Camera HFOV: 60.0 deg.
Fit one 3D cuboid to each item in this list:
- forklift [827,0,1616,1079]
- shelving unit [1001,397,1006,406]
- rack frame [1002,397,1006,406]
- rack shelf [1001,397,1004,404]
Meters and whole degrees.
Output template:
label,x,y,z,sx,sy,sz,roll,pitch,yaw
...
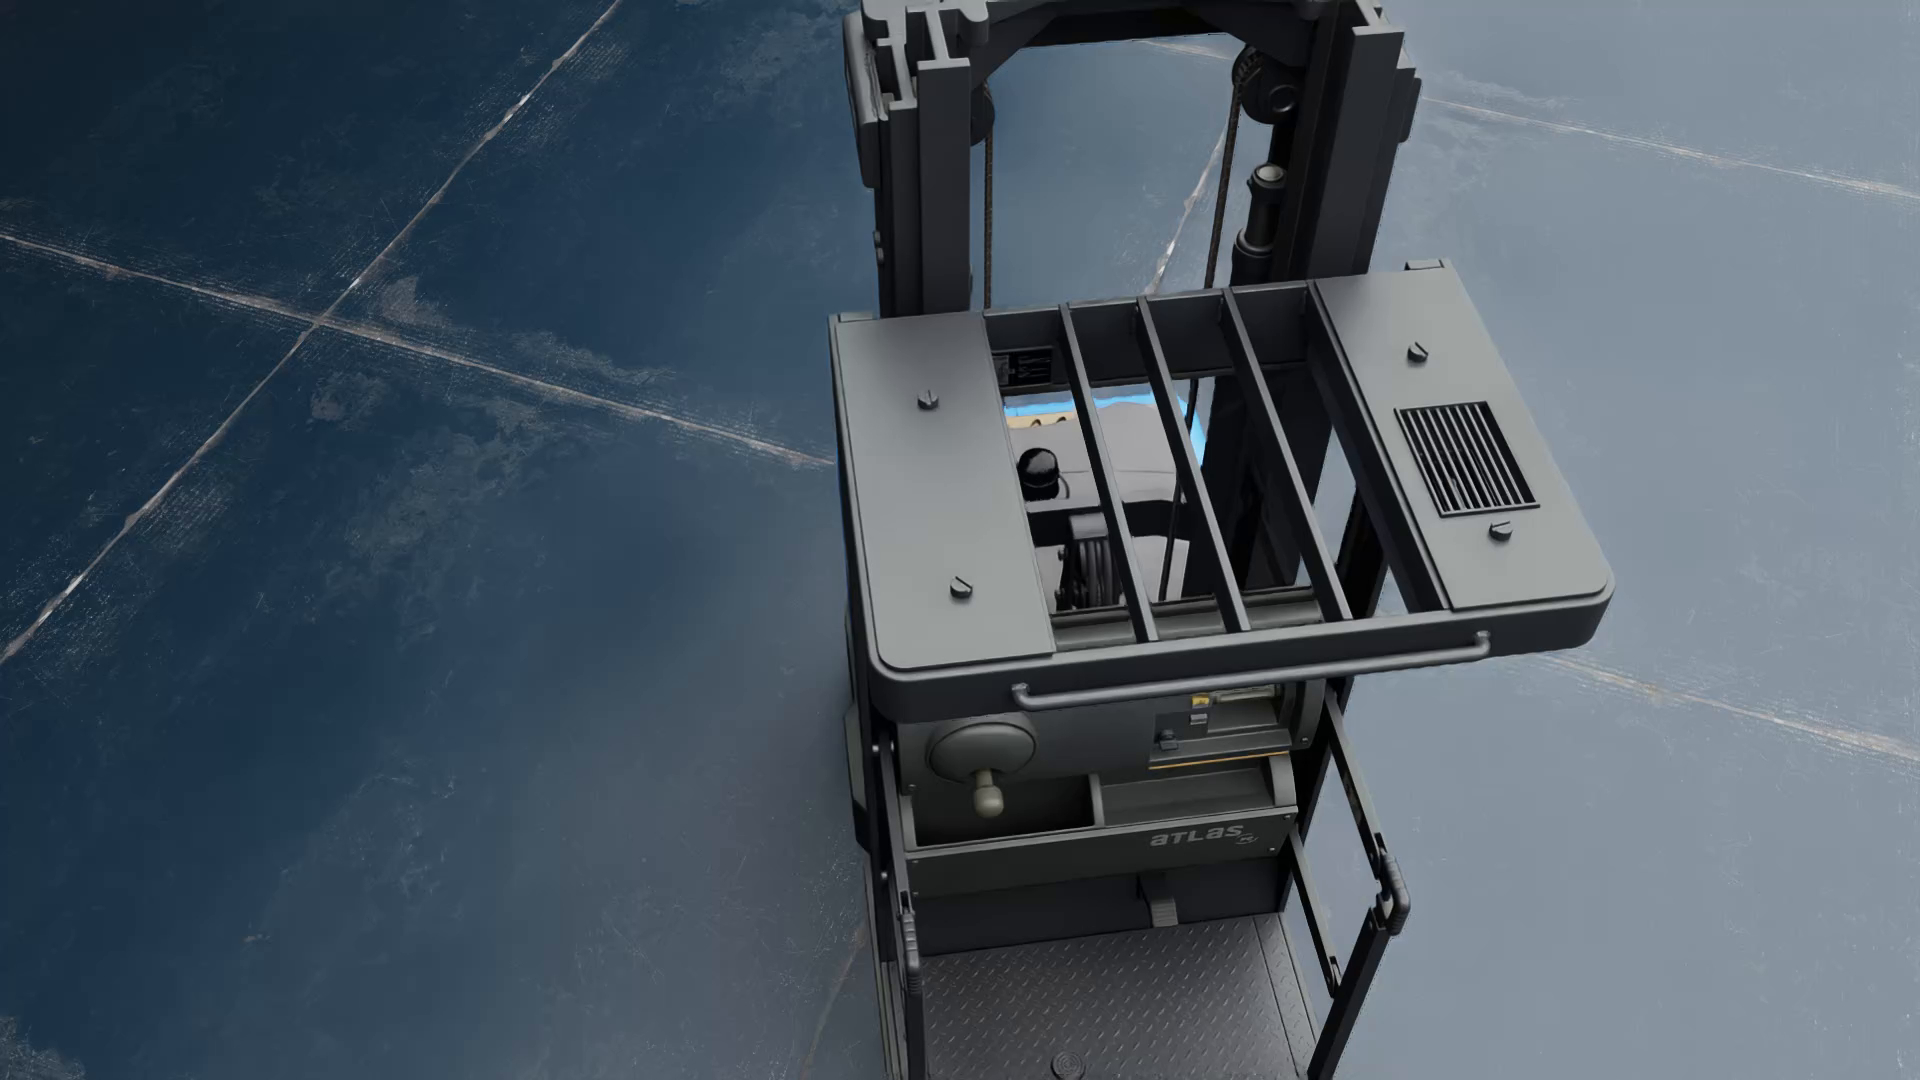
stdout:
label,x,y,z,sx,sy,sz,roll,pitch,yaw
forklift,0.355,0.468,3.405,1.130,2.935,3.031,-6,49,-5
shelving unit,0.008,-0.293,5.408,0.210,0.900,0.258,16,51,13
rack frame,0.103,-0.266,5.385,0.006,0.900,0.240,16,51,13
rack shelf,0.008,-0.389,5.297,0.200,0.077,0.258,16,51,13
